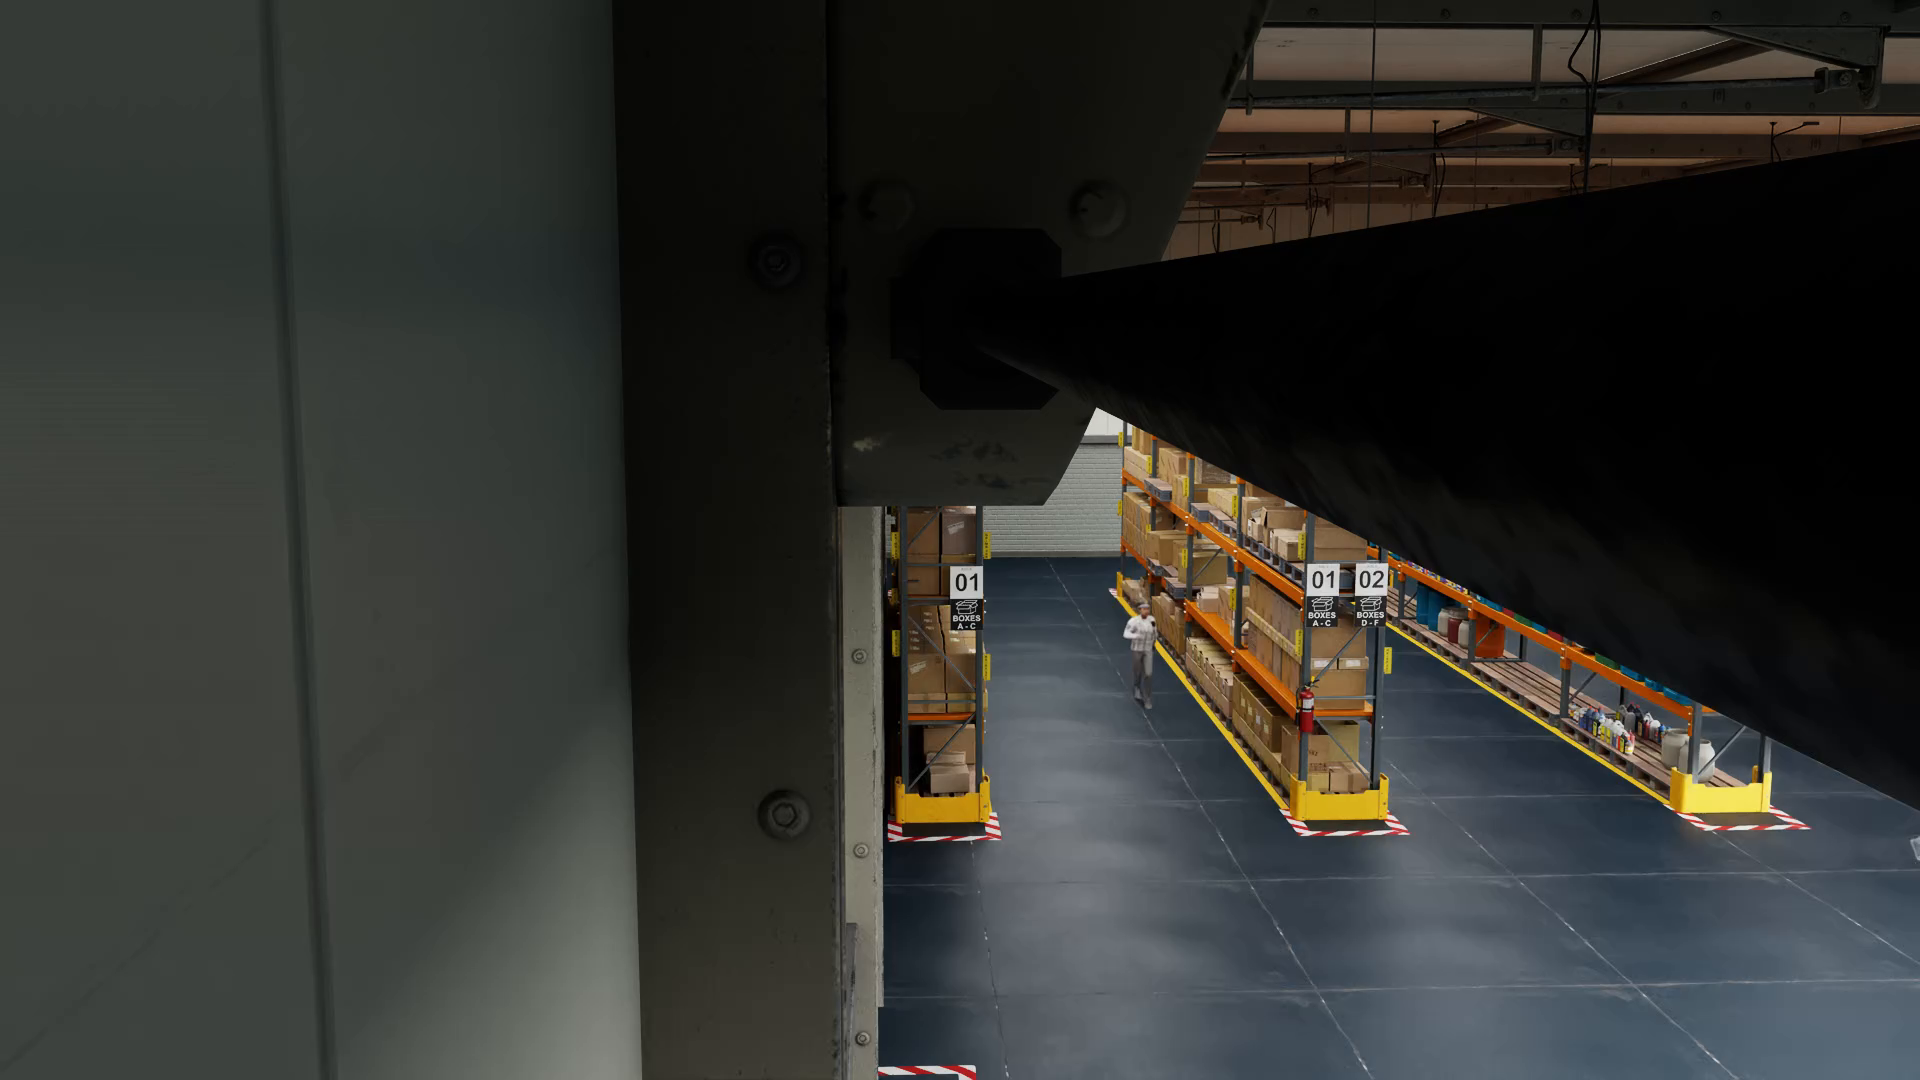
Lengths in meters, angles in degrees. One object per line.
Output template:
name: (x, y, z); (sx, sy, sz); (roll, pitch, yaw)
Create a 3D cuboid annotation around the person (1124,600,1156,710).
person: (2.873, 1.794, 26.456); (0.579, 1.752, 0.779); (-1, 8, -5)
